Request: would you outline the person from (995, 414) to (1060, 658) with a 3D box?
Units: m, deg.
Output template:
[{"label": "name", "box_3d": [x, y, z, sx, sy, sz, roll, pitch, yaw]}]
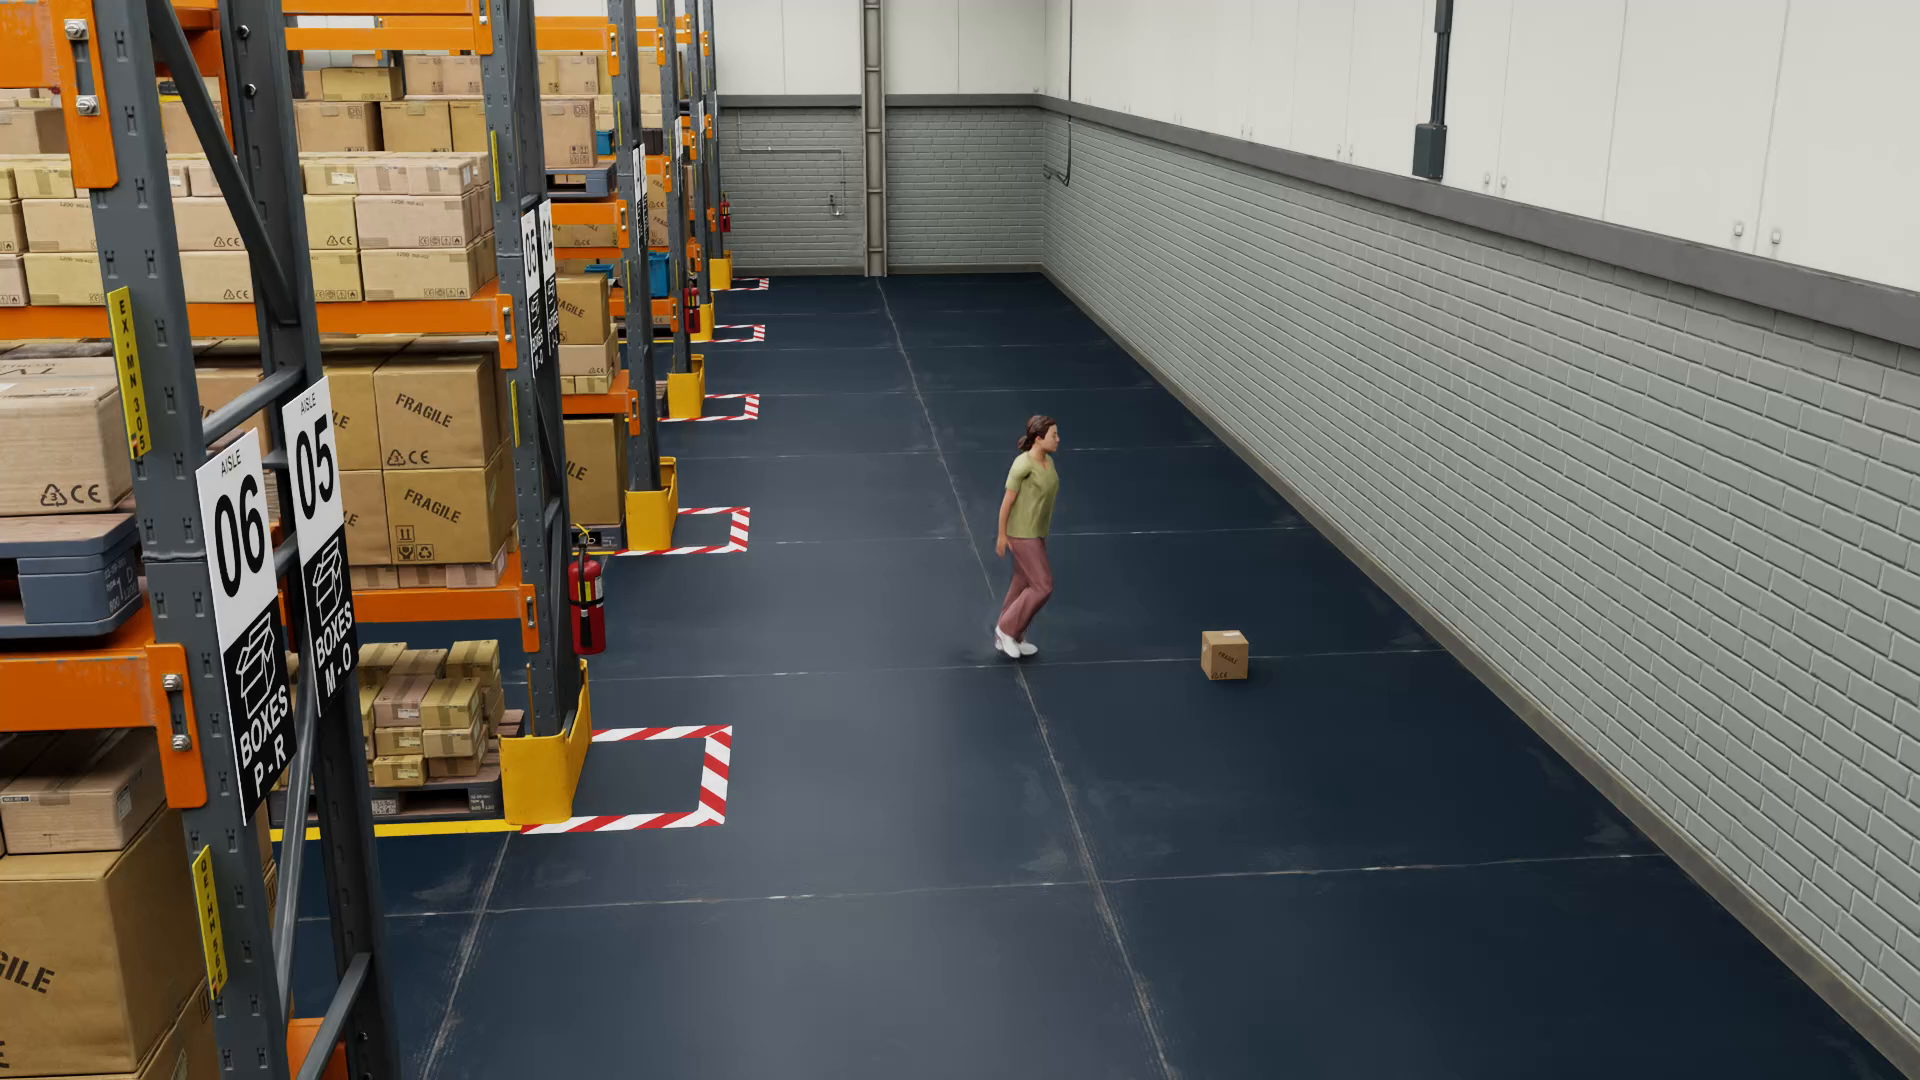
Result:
[{"label": "person", "box_3d": [0.461, -0.024, 11.079, 0.472, 1.656, 0.487, 9, 19, 26]}]
